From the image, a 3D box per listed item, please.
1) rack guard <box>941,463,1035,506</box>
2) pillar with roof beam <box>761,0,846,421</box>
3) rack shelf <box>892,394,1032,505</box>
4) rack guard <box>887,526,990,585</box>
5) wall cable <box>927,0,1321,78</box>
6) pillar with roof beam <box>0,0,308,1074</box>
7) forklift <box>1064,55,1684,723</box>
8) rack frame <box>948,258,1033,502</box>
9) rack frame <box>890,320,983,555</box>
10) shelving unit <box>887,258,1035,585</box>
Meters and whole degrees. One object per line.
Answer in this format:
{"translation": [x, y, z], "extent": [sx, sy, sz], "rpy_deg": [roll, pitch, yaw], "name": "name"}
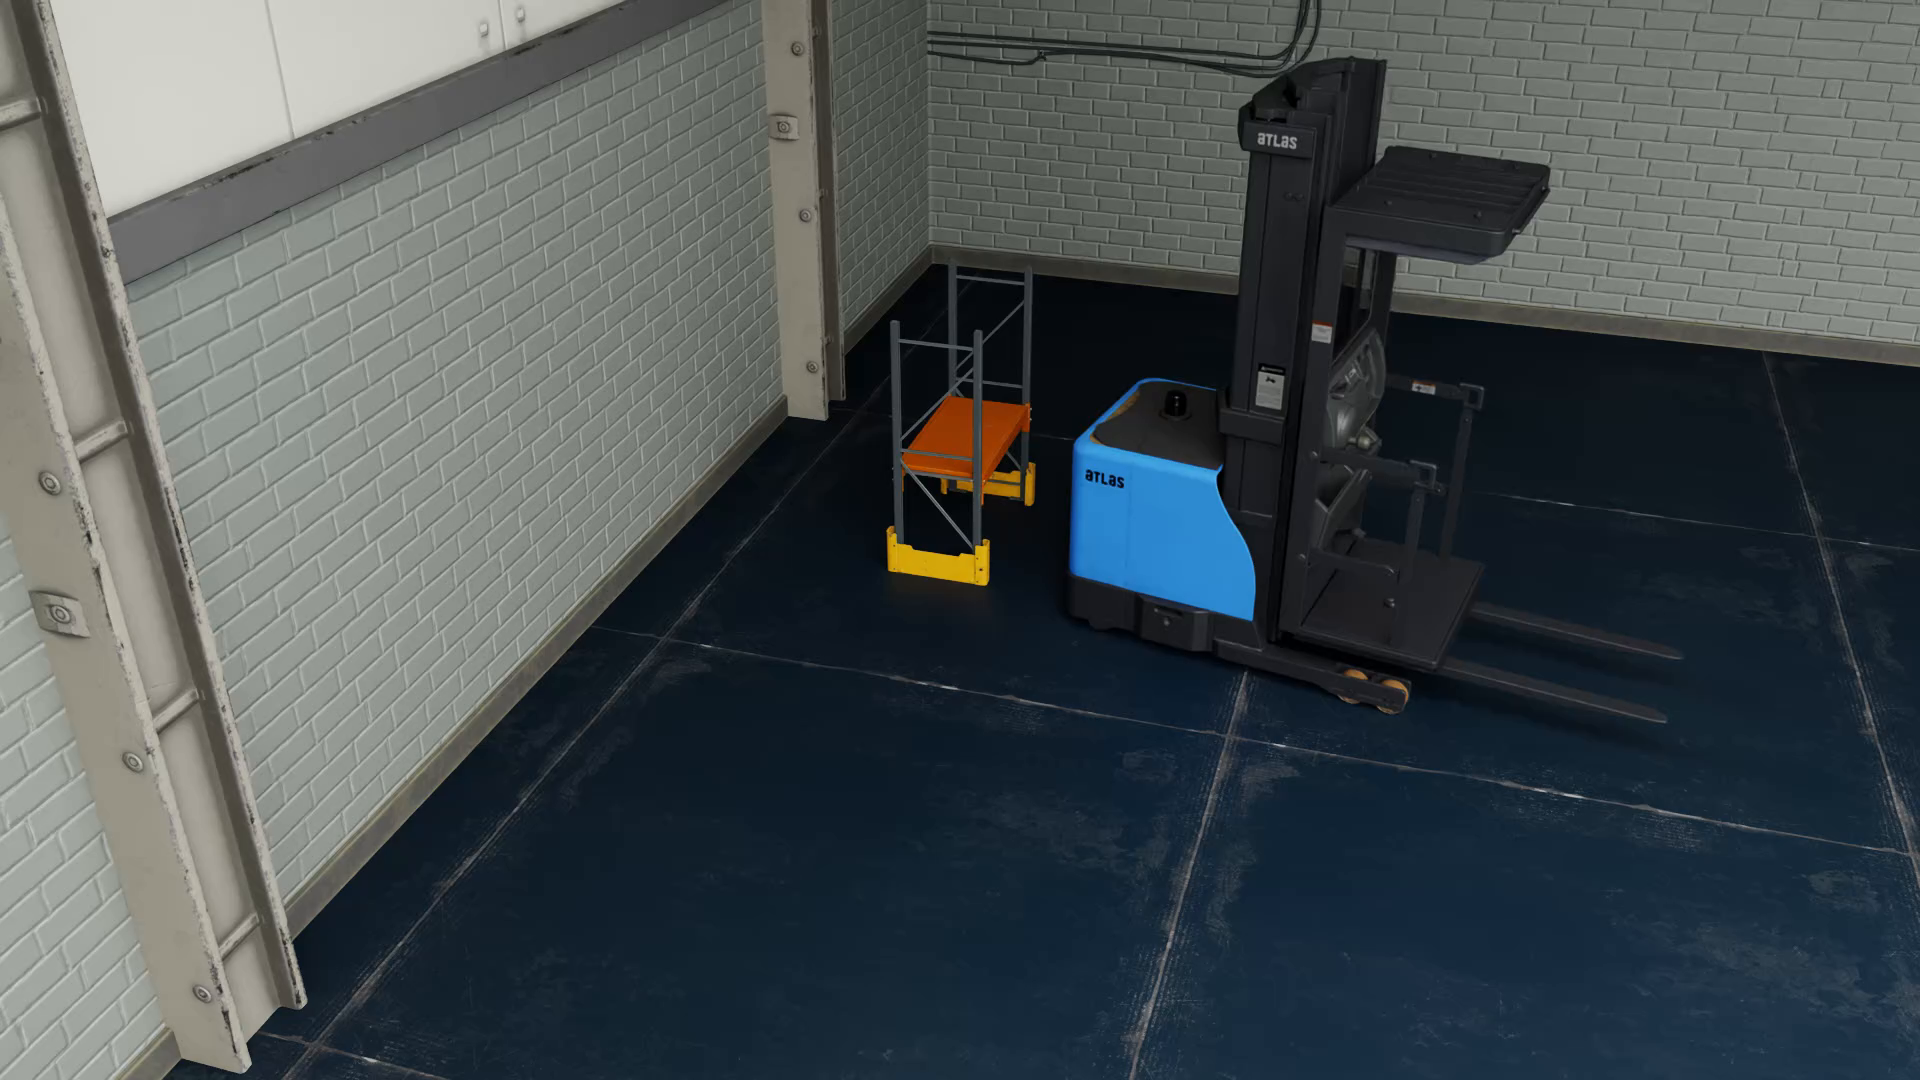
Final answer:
{"translation": [0.169, -0.376, 10.169], "extent": [0.587, 0.250, 0.087], "rpy_deg": [8, 30, 15], "name": "rack guard"}
{"translation": [3.122, -4.235, 8.107], "extent": [9.100, 9.000, 0.400], "rpy_deg": [8, 30, 15], "name": "pillar with roof beam"}
{"translation": [0.025, -0.538, 9.544], "extent": [0.538, 0.185, 1.000], "rpy_deg": [8, 30, 15], "name": "rack shelf"}
{"translation": [-0.124, 0.087, 9.337], "extent": [0.587, 0.250, 0.087], "rpy_deg": [8, 30, 15], "name": "rack guard"}
{"translation": [1.136, -4.673, 12.088], "extent": [3.097, 2.526, 0.112], "rpy_deg": [8, 30, 15], "name": "wall cable"}
{"translation": [1.361, -1.447, 3.094], "extent": [9.100, 9.000, 0.400], "rpy_deg": [8, 30, 15], "name": "pillar with roof beam"}
{"translation": [2.109, -0.718, 8.026], "extent": [3.031, 2.935, 1.130], "rpy_deg": [14, 32, 24], "name": "forklift"}
{"translation": [0.174, -0.931, 9.881], "extent": [0.500, 1.500, 0.032], "rpy_deg": [8, 30, 15], "name": "rack frame"}
{"translation": [-0.124, -0.459, 9.032], "extent": [0.500, 1.500, 0.032], "rpy_deg": [8, 30, 15], "name": "rack frame"}
{"translation": [0.022, -0.691, 9.449], "extent": [0.587, 1.500, 1.083], "rpy_deg": [8, 30, 15], "name": "shelving unit"}
